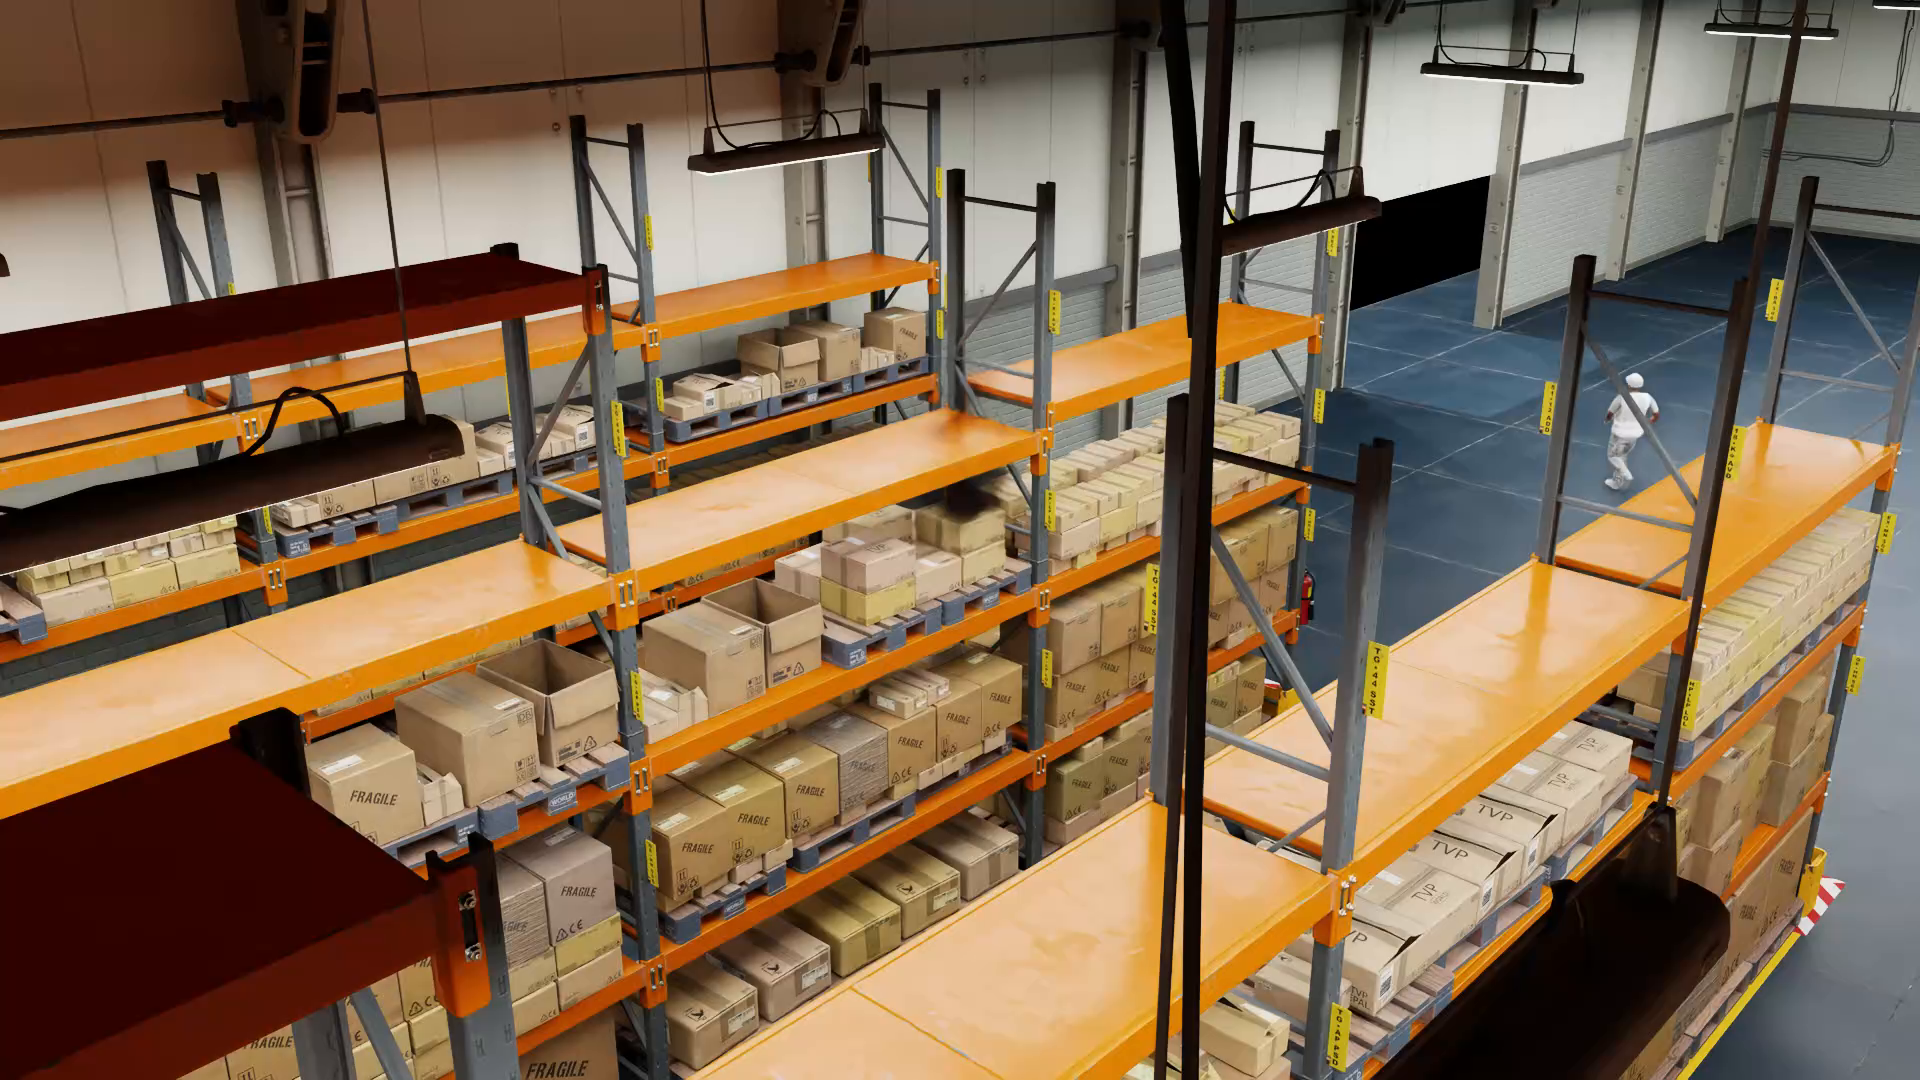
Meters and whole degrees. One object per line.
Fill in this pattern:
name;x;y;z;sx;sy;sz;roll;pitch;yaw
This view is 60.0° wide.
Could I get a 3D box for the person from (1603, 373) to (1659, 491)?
person;9.425;-1.495;23.452;0.720;1.750;0.812;-2;21;-5
